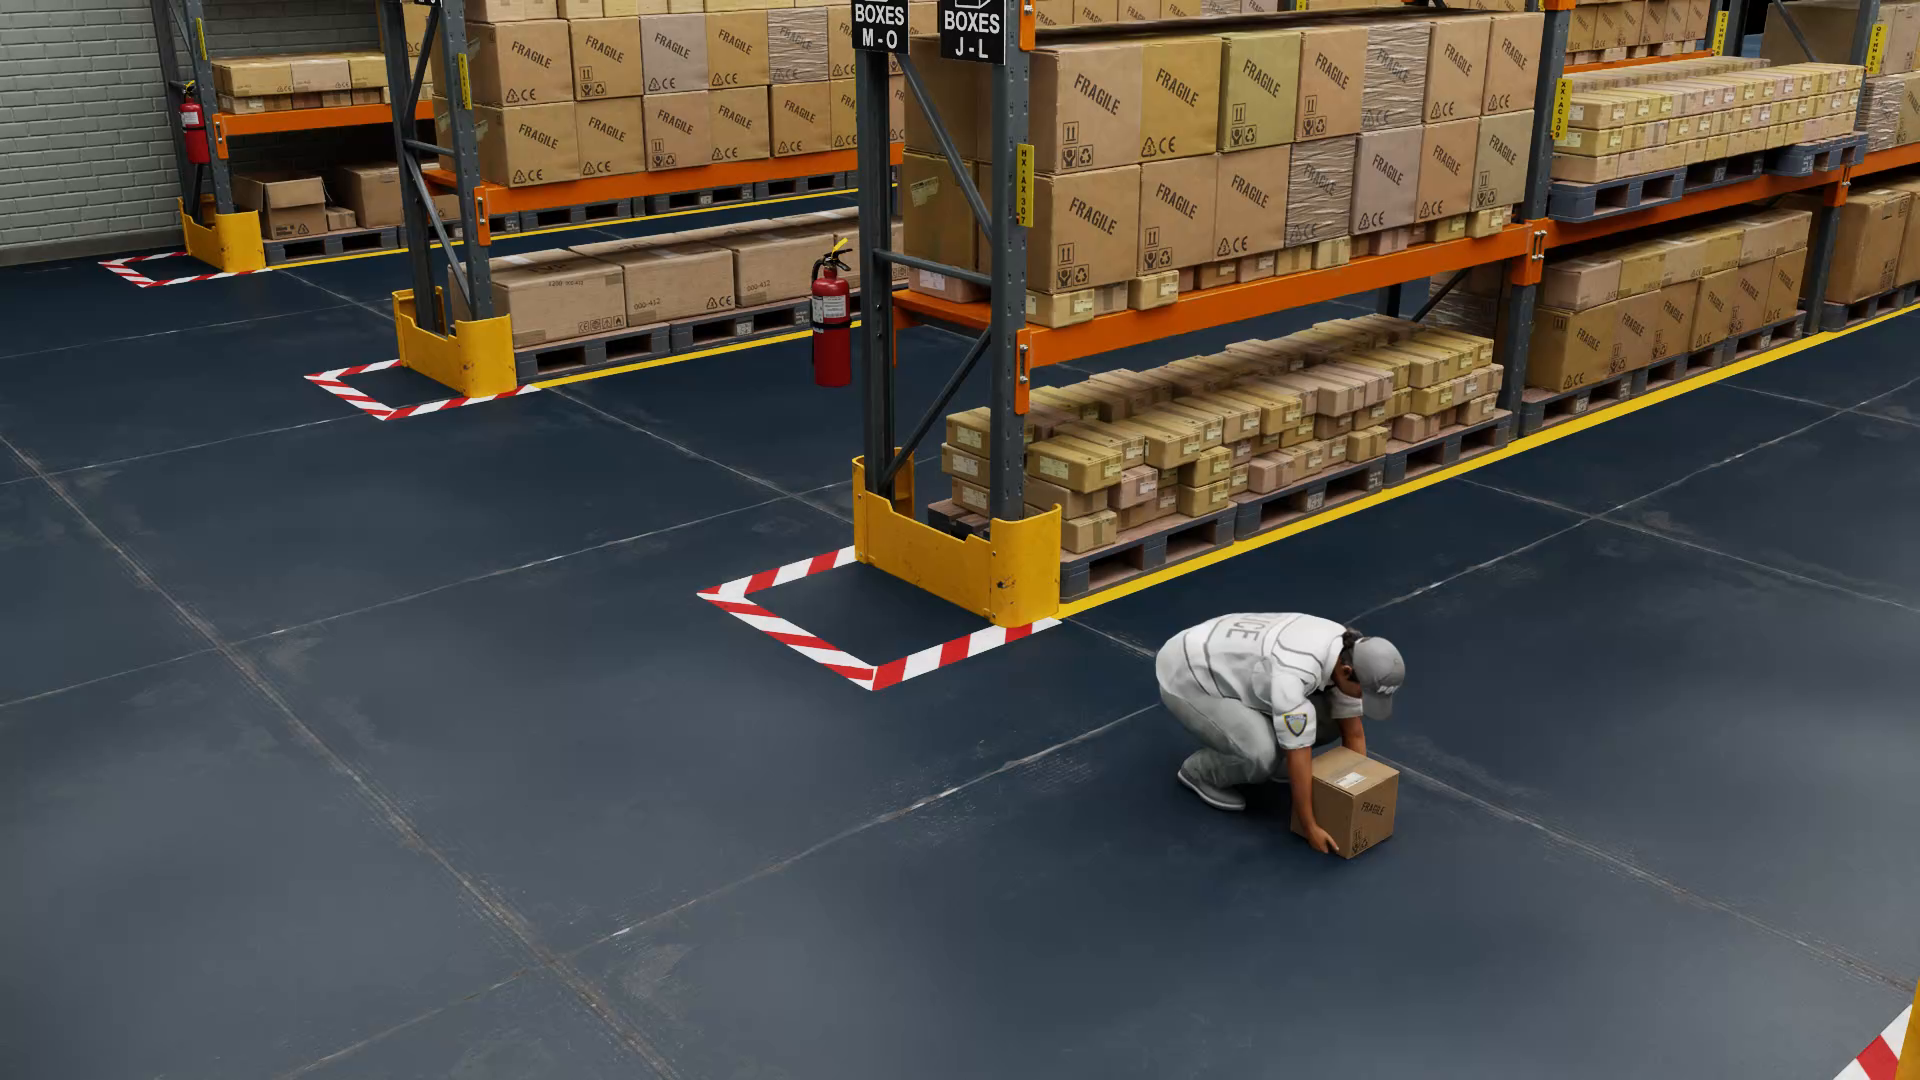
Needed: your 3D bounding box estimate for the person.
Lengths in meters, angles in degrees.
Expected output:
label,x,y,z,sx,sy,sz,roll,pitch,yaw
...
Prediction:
label,x,y,z,sx,sy,sz,roll,pitch,yaw
person,1.121,0.616,5.867,0.523,0.801,0.906,-18,27,-38
